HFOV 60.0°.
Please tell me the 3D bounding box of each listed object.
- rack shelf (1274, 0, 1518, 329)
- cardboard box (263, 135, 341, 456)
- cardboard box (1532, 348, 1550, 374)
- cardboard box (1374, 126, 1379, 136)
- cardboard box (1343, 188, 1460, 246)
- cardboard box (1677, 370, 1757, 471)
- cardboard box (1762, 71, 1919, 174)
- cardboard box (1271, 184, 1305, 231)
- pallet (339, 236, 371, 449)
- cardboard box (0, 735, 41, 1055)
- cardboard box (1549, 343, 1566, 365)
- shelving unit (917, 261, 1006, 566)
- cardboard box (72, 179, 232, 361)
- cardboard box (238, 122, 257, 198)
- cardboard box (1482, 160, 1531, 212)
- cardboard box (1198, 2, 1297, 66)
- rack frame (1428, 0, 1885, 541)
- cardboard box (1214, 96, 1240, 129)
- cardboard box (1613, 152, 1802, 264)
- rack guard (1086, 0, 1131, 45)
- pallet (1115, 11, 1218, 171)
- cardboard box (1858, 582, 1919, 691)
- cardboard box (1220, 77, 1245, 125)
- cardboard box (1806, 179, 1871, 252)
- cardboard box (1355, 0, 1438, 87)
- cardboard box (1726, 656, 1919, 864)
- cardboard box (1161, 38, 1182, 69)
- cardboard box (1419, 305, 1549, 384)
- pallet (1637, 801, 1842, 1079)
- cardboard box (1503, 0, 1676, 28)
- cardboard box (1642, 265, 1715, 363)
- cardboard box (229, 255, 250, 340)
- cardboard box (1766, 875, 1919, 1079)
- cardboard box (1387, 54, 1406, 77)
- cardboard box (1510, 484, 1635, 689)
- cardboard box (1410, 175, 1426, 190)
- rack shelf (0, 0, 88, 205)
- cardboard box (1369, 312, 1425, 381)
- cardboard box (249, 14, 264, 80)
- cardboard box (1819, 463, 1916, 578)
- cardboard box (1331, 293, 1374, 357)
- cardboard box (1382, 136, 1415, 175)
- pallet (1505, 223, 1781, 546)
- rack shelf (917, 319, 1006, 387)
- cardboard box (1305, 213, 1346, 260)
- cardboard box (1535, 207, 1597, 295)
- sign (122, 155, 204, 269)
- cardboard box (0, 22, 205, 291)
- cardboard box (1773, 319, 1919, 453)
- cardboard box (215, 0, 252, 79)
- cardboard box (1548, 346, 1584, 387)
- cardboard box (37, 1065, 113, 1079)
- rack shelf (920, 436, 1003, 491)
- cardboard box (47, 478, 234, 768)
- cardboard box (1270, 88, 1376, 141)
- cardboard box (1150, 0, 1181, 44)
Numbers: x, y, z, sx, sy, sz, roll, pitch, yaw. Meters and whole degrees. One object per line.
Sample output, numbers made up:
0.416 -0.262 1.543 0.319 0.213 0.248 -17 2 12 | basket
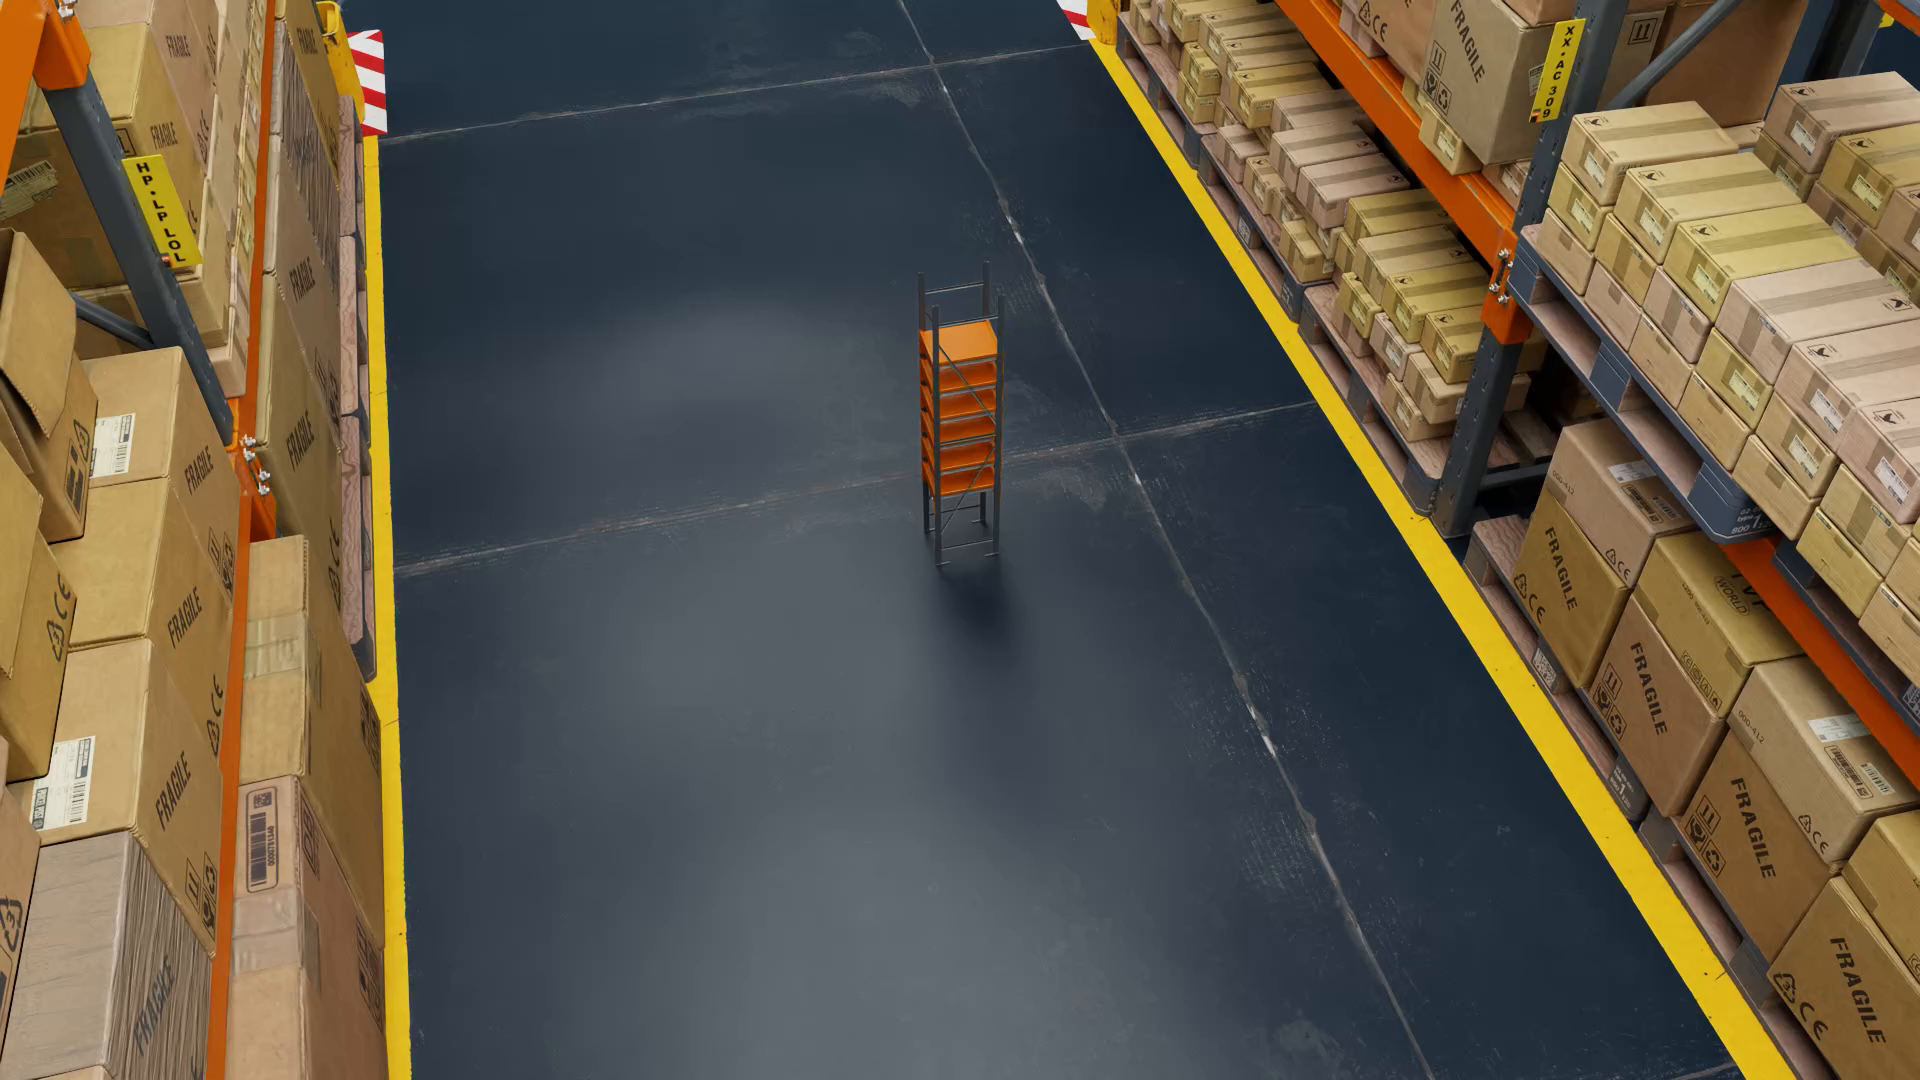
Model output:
1.770 -2.309 6.916 1.077 0.370 4.000 -11 47 -10 | rack shelf
-2.860 -0.838 6.164 0.875 0.875 0.875 -11 47 -10 | cardboard box
2.432 -0.823 6.658 0.380 0.149 0.250 -9 46 -9 | cardboard box
1.997 -1.988 7.592 0.380 0.149 0.250 -9 46 -8 | cardboard box
1.774 -1.268 6.678 0.380 0.149 0.250 -9 46 -9 | cardboard box
2.139 -0.346 4.370 0.380 0.149 0.250 -10 46 -10 | cardboard box
2.574 -1.206 4.797 0.380 0.149 0.250 -9 46 -8 | cardboard box
1.586 -1.444 7.267 0.380 0.149 0.250 -10 46 -10 | cardboard box
-2.973 -0.750 6.837 1.003 0.211 1.213 -11 47 -10 | pallet
-2.028 0.613 2.777 0.797 0.503 0.637 -9 46 -9 | cardboard box
2.395 -0.813 6.232 0.380 0.149 0.250 -9 46 -9 | cardboard box
0.004 -0.410 5.812 0.258 1.200 0.189 -11 47 -10 | shelving unit
-2.405 -0.767 4.798 0.500 0.250 0.500 -11 47 -11 | cardboard box
-2.562 -1.241 5.542 0.380 0.149 0.250 -11 47 -11 | cardboard box
1.983 -1.246 5.547 0.380 0.149 0.250 -11 47 -11 | cardboard box
1.335 -2.353 7.741 0.380 0.149 0.250 -13 47 -12 | cardboard box
2.282 -1.180 5.306 1.000 3.000 0.127 -11 47 -10 | rack frame
1.416 -1.979 7.791 0.380 0.149 0.250 -11 47 -10 | cardboard box
2.016 -0.900 4.497 0.380 0.149 0.250 -10 46 -9 | cardboard box
1.278 -3.014 8.854 1.175 0.500 0.348 -11 47 -10 | rack guard
1.452 -2.346 8.401 1.003 0.211 1.213 -11 47 -10 | pallet
2.340 0.192 3.843 0.380 0.149 0.250 -13 47 -12 | cardboard box
1.429 -2.071 7.673 0.380 0.149 0.250 -13 47 -12 | cardboard box
2.644 -0.923 4.728 0.380 0.149 0.250 -10 46 -10 | cardboard box
1.754 -1.960 5.792 0.500 0.500 0.500 -12 47 -11 | cardboard box
2.481 0.564 4.528 0.500 0.250 0.500 -9 46 -9 | cardboard box
1.229 -2.505 8.306 0.380 0.149 0.250 -11 47 -10 | cardboard box
1.940 -0.735 6.156 0.380 0.149 0.250 -9 46 -9 | cardboard box
2.799 1.177 4.948 1.003 0.211 1.213 -11 47 -10 | pallet
1.901 -1.944 5.077 0.500 0.500 0.500 -12 47 -12 | cardboard box
2.073 -0.630 4.441 0.380 0.149 0.250 -10 46 -9 | cardboard box
-2.360 -0.701 5.013 0.380 0.149 0.250 -12 47 -12 | cardboard box
2.605 1.182 4.448 0.500 0.500 0.500 -13 47 -12 | cardboard box
1.801 -1.790 6.080 0.380 0.149 0.250 -12 47 -11 | cardboard box
2.215 0.107 5.501 0.500 0.500 0.500 -9 46 -9 | cardboard box
2.136 -1.443 7.058 0.380 0.149 0.250 -9 46 -8 | cardboard box
-2.026 0.240 2.318 1.077 0.370 4.000 -11 47 -10 | rack shelf
1.813 -0.777 6.405 0.380 0.149 0.250 -13 47 -12 | cardboard box
-2.762 -1.775 6.066 0.380 0.149 0.250 -10 46 -10 | cardboard box
2.279 -0.082 3.904 0.380 0.149 0.250 -11 47 -11 | cardboard box
1.737 -0.903 6.737 0.380 0.149 0.250 -12 47 -12 | cardboard box
2.044 -1.719 7.120 0.380 0.149 0.250 -12 47 -12 | cardboard box
2.338 -0.558 4.831 1.003 0.211 1.213 -11 47 -10 | pallet
0.004 -0.631 5.586 0.258 0.103 0.180 -11 47 -10 | rack shelf
1.674 -1.322 6.939 0.380 0.149 0.250 -10 46 -9 | cardboard box
1.939 -0.883 4.897 0.380 0.149 0.250 -13 47 -12 | cardboard box
-2.016 -0.826 4.204 0.100 0.325 0.005 -11 47 -10 | sign
-2.414 -1.034 4.535 0.500 0.500 0.500 -11 47 -10 | cardboard box
2.207 -0.373 3.980 0.380 0.149 0.250 -11 47 -11 | cardboard box
-2.784 -1.809 5.820 0.500 0.250 0.500 -11 47 -10 | cardboard box
2.499 -0.742 6.371 0.380 0.149 0.250 -9 46 -8 | cardboard box
-1.644 1.290 2.816 0.500 0.500 0.500 -11 47 -11 | cardboard box
0.004 -0.295 5.929 0.258 0.103 0.180 -11 47 -10 | rack shelf
-2.034 0.238 3.846 0.500 0.500 0.500 -9 46 -9 | cardboard box
1.577 -1.814 7.213 0.380 0.149 0.250 -11 47 -10 | cardboard box
1.160 -2.587 8.178 0.380 0.149 0.250 -11 47 -11 | cardboard box
